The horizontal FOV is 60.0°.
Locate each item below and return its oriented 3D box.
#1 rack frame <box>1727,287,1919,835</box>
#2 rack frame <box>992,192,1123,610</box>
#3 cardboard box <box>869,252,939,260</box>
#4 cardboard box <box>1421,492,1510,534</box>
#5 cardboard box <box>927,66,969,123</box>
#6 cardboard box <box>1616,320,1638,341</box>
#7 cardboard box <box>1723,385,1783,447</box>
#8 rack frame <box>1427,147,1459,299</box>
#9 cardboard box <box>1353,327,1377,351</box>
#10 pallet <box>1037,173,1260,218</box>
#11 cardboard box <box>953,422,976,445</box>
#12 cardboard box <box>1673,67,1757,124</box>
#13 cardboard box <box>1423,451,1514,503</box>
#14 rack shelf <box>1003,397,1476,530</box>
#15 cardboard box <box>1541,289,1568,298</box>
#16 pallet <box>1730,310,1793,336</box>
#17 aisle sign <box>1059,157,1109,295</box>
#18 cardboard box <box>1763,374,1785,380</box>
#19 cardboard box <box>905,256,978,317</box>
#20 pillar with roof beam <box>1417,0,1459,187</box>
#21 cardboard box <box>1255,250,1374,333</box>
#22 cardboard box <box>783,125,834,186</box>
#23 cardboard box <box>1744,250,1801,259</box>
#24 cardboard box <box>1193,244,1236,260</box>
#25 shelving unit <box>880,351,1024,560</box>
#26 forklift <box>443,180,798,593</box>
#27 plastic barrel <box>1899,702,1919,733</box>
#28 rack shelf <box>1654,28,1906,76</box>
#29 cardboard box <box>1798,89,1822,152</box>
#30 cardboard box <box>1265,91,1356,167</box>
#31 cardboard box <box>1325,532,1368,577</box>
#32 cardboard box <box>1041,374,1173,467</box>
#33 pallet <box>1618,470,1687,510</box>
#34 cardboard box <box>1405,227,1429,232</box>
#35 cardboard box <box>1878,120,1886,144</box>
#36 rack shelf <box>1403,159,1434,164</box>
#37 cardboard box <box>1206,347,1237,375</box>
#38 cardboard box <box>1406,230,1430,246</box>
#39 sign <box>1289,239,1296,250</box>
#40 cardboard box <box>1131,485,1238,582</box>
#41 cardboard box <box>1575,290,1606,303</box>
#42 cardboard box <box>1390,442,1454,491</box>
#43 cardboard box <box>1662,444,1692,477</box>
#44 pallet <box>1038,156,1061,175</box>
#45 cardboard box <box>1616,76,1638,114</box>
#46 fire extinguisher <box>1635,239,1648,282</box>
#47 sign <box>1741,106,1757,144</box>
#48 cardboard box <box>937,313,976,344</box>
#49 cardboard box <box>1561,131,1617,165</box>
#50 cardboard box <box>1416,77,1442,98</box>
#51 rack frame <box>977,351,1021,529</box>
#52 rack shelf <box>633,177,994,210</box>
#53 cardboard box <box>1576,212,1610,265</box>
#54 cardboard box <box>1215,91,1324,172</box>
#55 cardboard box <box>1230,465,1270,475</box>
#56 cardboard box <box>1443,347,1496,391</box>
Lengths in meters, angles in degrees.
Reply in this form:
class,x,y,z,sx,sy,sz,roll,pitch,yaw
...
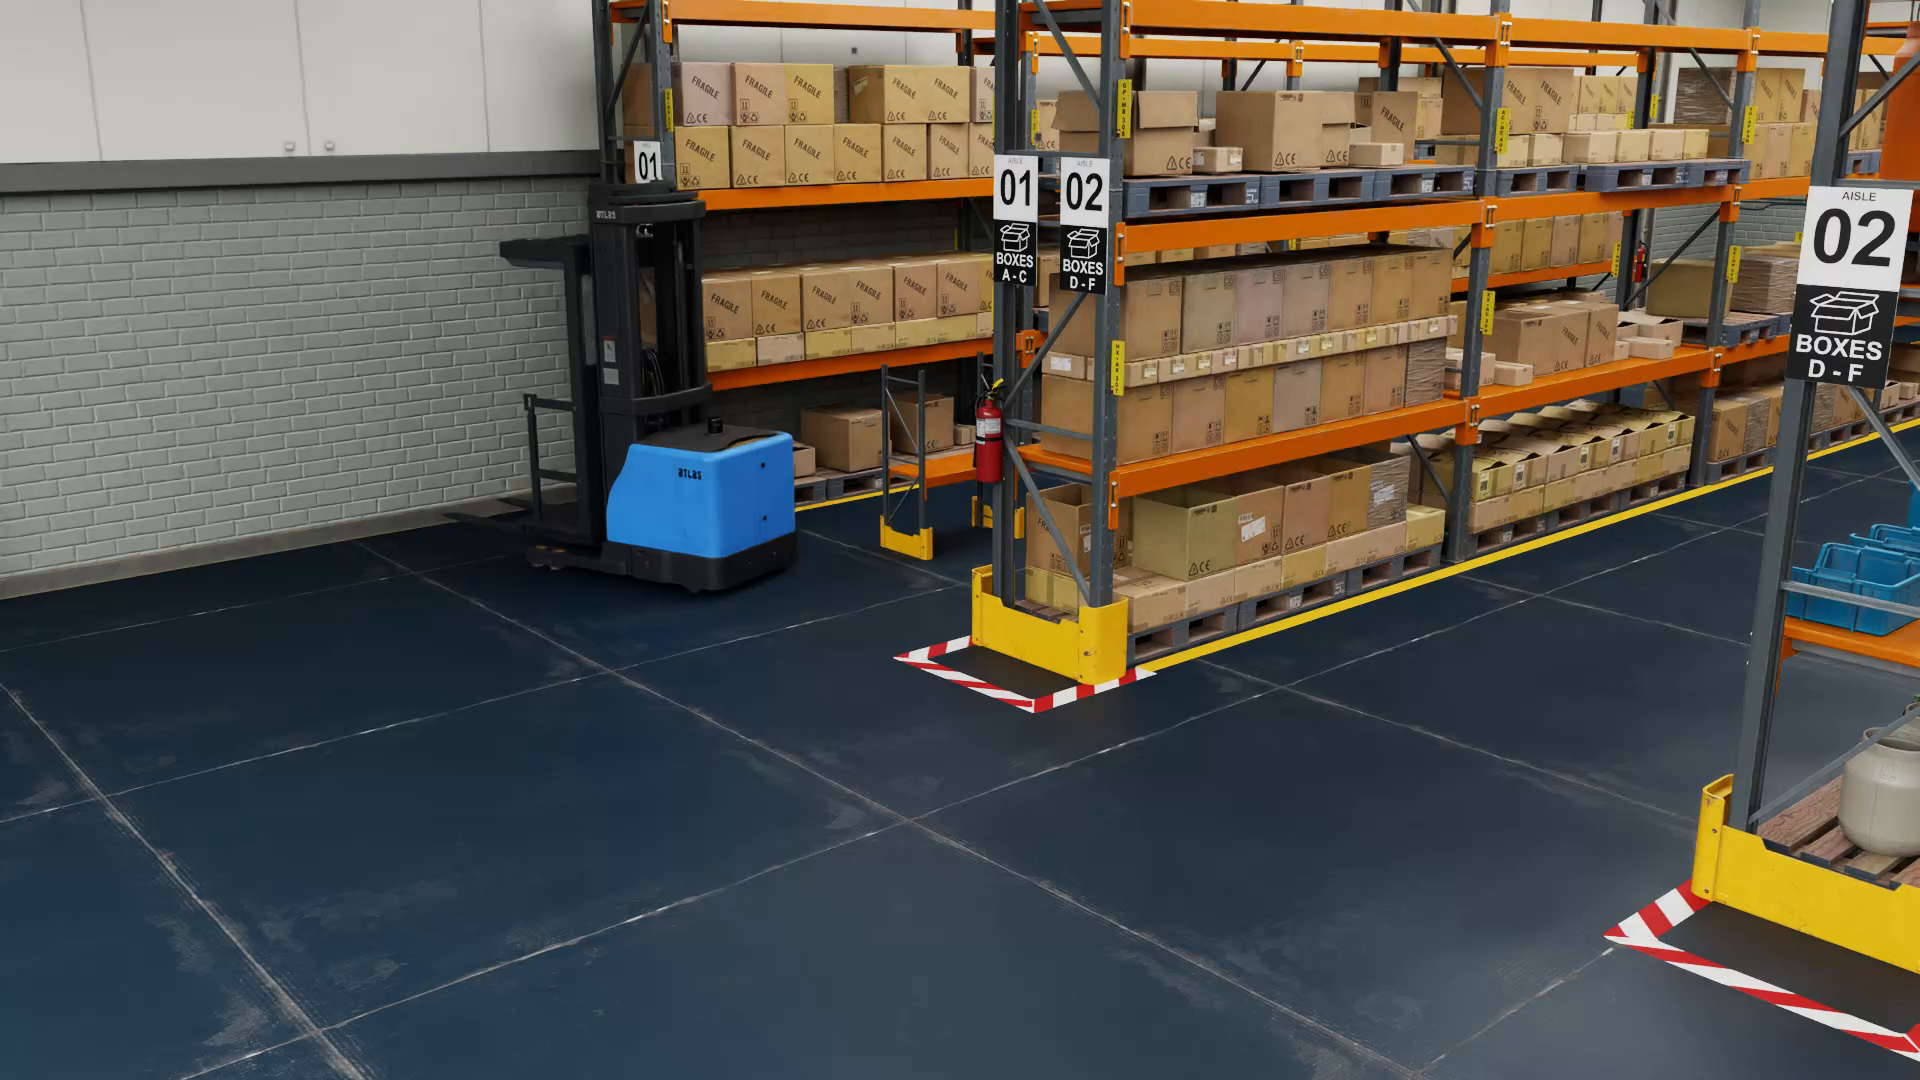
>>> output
class,x,y,z,sx,sy,sz,roll,pitch,yaw
rack frame,3.834,0.281,6.887,0.127,3.000,1.000,-13,19,-39
rack frame,0.585,-0.684,10.499,0.127,3.000,1.000,-13,19,-39
cardboard box,-0.536,-2.499,16.093,0.500,0.500,0.500,-13,20,-40
cardboard box,4.070,-0.256,13.412,0.500,0.250,0.500,-13,20,-41
cardboard box,-0.260,-4.083,15.240,0.500,0.500,0.500,-11,19,-36
cardboard box,5.819,-1.883,15.158,0.500,0.311,0.500,-13,20,-40
cardboard box,7.924,-1.240,16.570,0.500,0.500,0.500,-13,20,-40
rack frame,6.383,-3.681,21.718,0.127,3.000,1.000,-13,19,-39
cardboard box,2.770,-1.464,11.967,0.250,0.149,0.380,-13,20,-40
pallet,1.136,-2.206,10.553,1.213,0.211,1.003,-13,19,-39
cardboard box,-0.036,-1.073,16.592,0.380,0.166,0.250,13,20,40
cardboard box,6.954,-4.093,15.316,0.500,0.500,0.500,-13,19,-39
cardboard box,4.078,-0.529,13.345,0.500,0.311,0.500,-13,19,-39
rack shelf,2.094,-0.676,11.861,4.000,0.370,1.077,-13,19,-39
cardboard box,8.520,-3.503,23.826,0.250,0.149,0.380,-13,19,-39
pallet,8.084,-2.277,16.834,1.213,0.211,1.003,-13,19,-39
aisle sign,0.737,-1.870,9.899,0.004,0.787,0.394,-13,19,-39
cardboard box,8.336,-1.512,17.589,0.500,0.500,0.500,-12,19,-39
cardboard box,-0.178,-2.399,15.718,0.500,0.500,0.500,-13,20,-40
pillar with roof beam,9.170,-6.028,18.880,0.400,9.000,9.100,-13,19,-39
cardboard box,2.514,-1.790,11.931,0.500,0.500,0.700,-13,20,-39
cardboard box,-1.435,-3.336,14.381,0.500,0.500,0.500,-12,19,-37
cardboard box,8.346,-2.657,16.877,0.700,0.500,0.500,10,18,33
cardboard box,2.614,-3.083,18.432,0.700,0.500,0.500,14,20,42
shelving unit,-0.058,-0.712,13.508,1.083,1.500,0.587,-13,19,-39
forklift,-2.785,-1.285,12.882,3.031,2.935,1.130,9,17,30
plastic barrel,4.659,1.068,7.945,0.421,0.512,0.421,0,15,0
rack shelf,8.129,-4.736,16.212,4.000,0.370,1.077,-13,19,-39
cardboard box,8.205,-4.168,16.529,0.600,0.600,0.600,-14,20,-41
cardboard box,2.278,-2.877,11.611,0.637,0.503,0.797,-10,18,-33
cardboard box,2.645,0.055,12.246,0.500,0.250,0.500,-13,19,-39
cardboard box,0.946,-0.809,10.773,0.500,0.500,0.700,-13,19,-39
pallet,5.974,-0.560,15.439,1.213,0.211,1.003,-13,19,-39
cardboard box,5.422,-3.945,20.444,0.500,0.250,0.500,-12,19,-38
cardboard box,10.168,-4.369,17.805,0.500,0.250,0.500,-13,19,-39
rack shelf,1.916,-3.161,17.833,11.843,1.649,1.077,-13,19,-39
cardboard box,1.601,-1.200,10.980,0.250,0.149,0.380,-13,20,-40
cardboard box,5.438,-3.584,20.544,0.500,0.500,0.500,-13,19,-39
sign,3.729,-3.420,18.652,0.005,0.325,0.100,-13,19,-39
cardboard box,1.512,-0.054,11.200,0.500,0.500,0.500,-13,19,-39
cardboard box,8.961,-3.472,23.708,0.250,0.149,0.380,-13,20,-40
cardboard box,3.720,-0.632,13.730,0.500,0.311,0.500,-13,19,-39
cardboard box,6.384,-0.777,15.362,0.500,0.250,0.500,-12,19,-38
pallet,0.884,-3.768,16.595,1.003,0.211,1.213,-13,19,-39
cardboard box,9.028,-6.172,23.060,0.500,0.500,0.500,-13,20,-40
fire extinguisher,9.818,-4.077,24.072,0.183,0.674,0.296,-13,19,-39
sign,6.979,-3.667,14.699,0.005,0.325,0.100,-13,19,-39
cardboard box,-0.191,-2.041,15.830,0.500,0.250,0.500,-13,19,-39
cardboard box,5.085,-3.254,13.782,0.500,0.250,0.500,14,20,42
cardboard box,5.633,-5.630,20.702,0.500,0.250,0.500,-11,18,-35
rack frame,0.319,-0.796,13.825,0.032,1.500,0.500,-13,19,-39
rack shelf,-1.160,-3.088,15.082,4.000,0.370,1.077,-13,19,-39
cardboard box,8.481,-4.290,23.416,0.700,0.700,0.980,-13,20,-40
cardboard box,2.018,-2.680,10.881,0.500,0.500,0.500,-13,19,-39
cardboard box,1.917,-0.327,12.221,0.500,0.500,0.500,-13,19,-39
cardboard box,3.946,-1.381,13.400,0.500,0.250,0.500,-11,19,-36
